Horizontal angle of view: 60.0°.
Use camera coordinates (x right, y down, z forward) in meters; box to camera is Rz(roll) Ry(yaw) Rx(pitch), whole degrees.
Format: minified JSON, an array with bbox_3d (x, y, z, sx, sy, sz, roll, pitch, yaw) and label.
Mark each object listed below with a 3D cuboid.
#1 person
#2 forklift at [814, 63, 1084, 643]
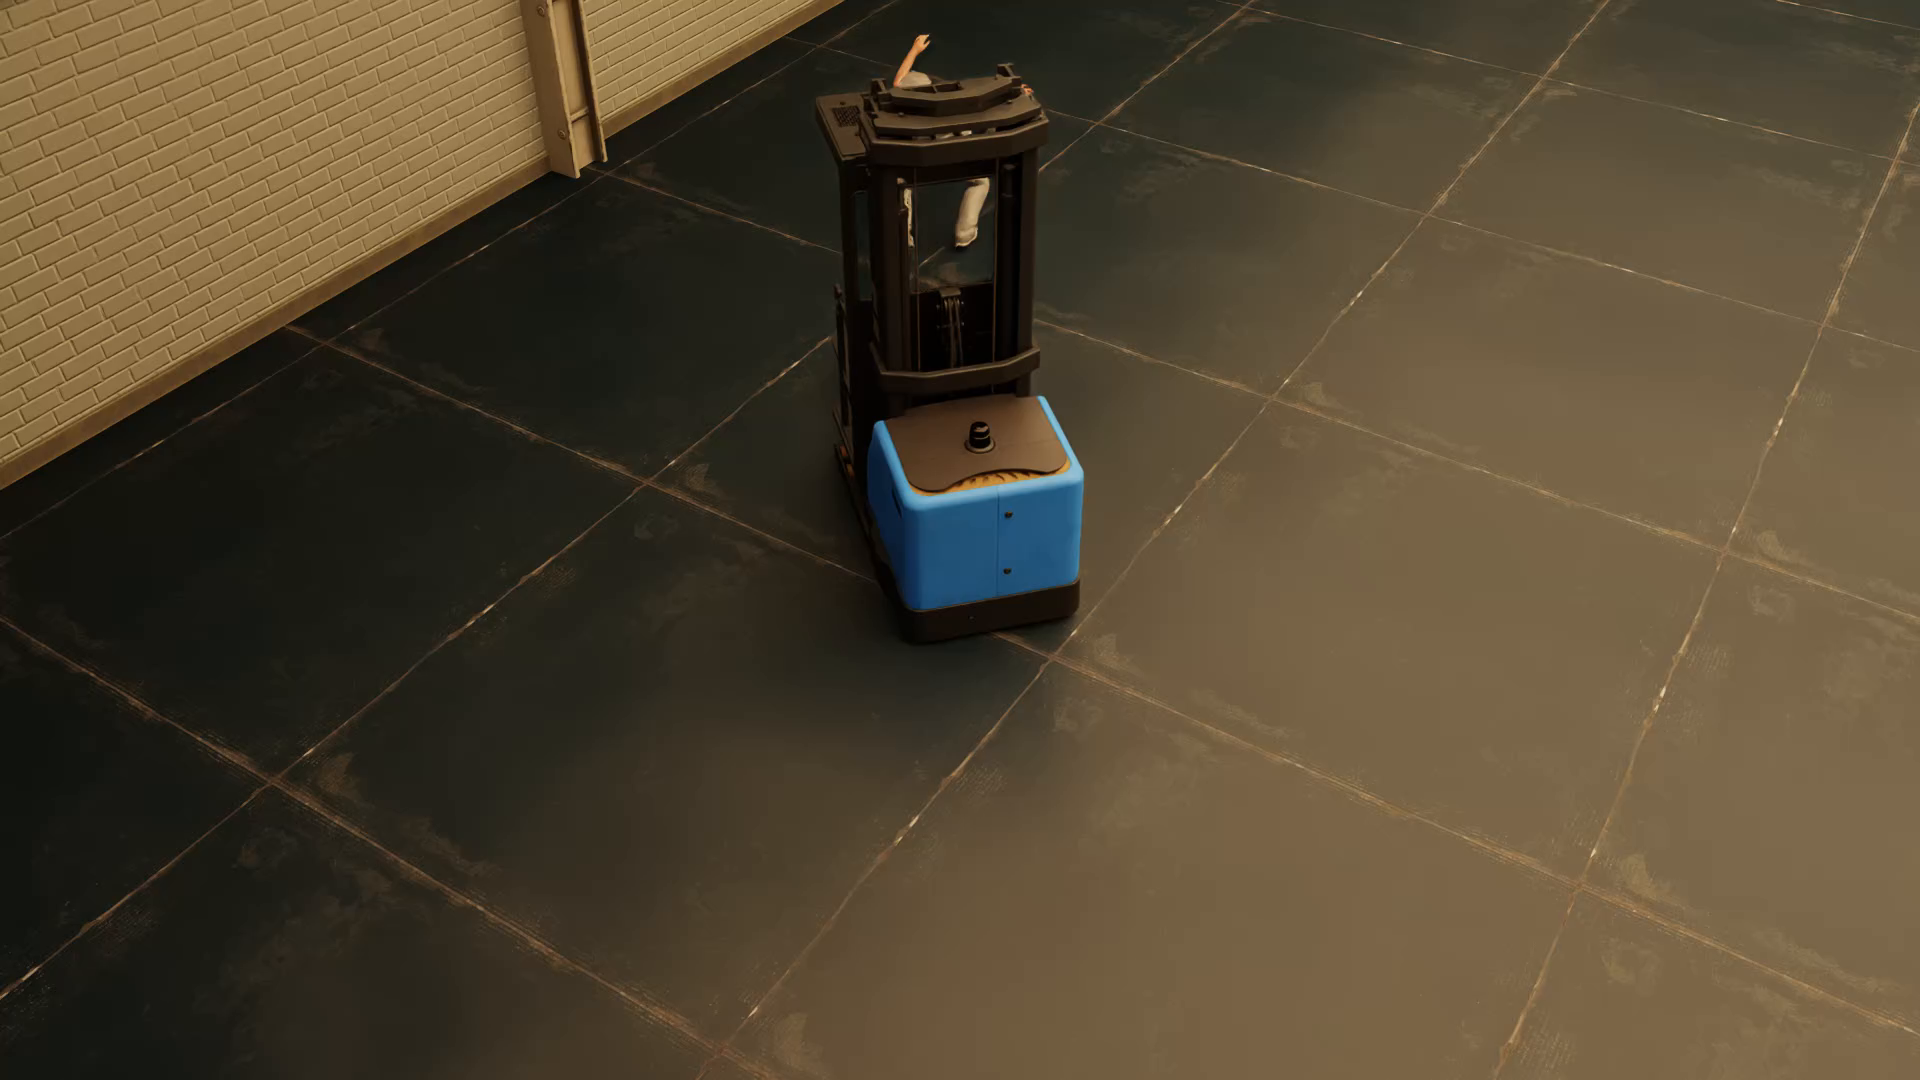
[{"bbox_3d":[0.012,-2.917,12.434,1.085,1.524,0.760,-2,40,-3],"label":"person"},{"bbox_3d":[-0.180,-1.498,9.735,1.130,2.935,3.031,-10,41,-11],"label":"forklift"}]
